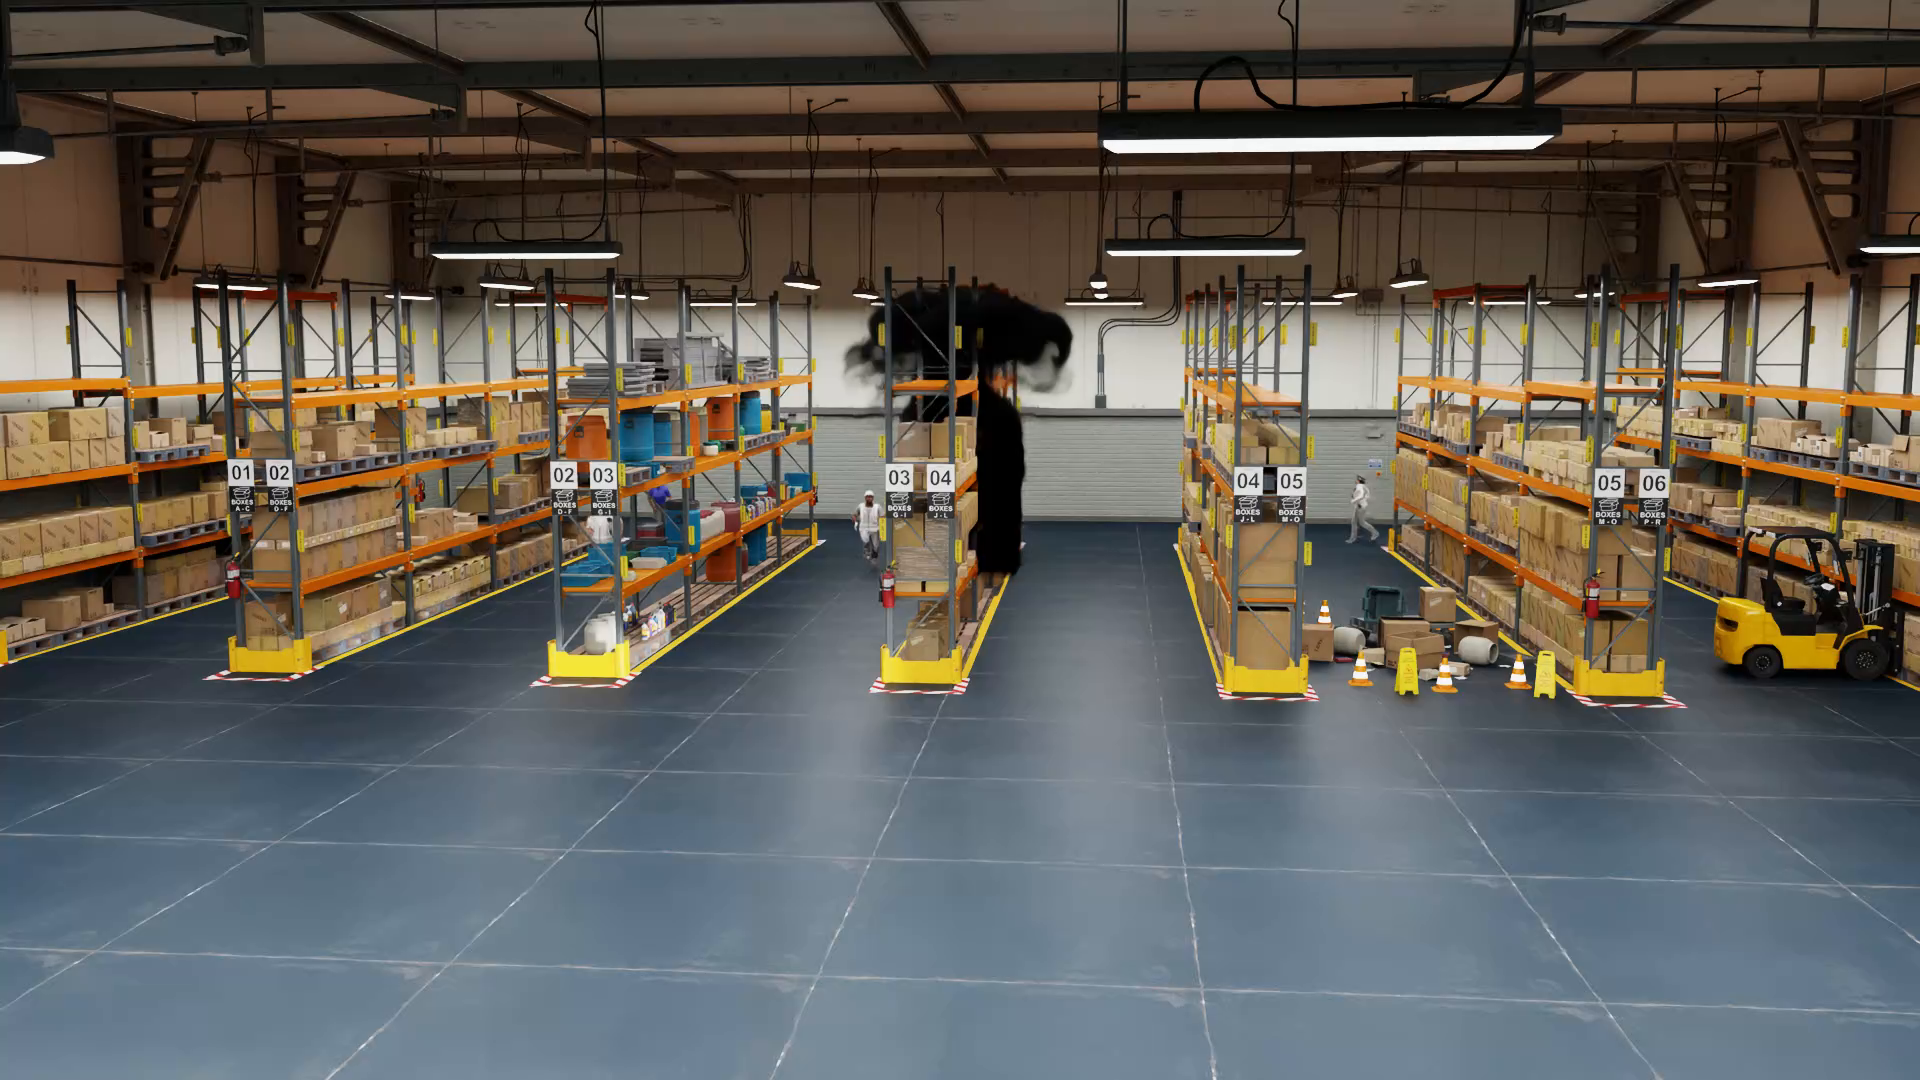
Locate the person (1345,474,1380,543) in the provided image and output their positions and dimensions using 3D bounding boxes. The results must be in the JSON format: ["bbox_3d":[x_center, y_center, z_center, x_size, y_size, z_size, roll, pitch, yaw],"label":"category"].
[{"bbox_3d":[9.781,-0.751,40.447,0.802,1.722,0.630,2,7,19],"label":"person"}]

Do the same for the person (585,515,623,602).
[{"bbox_3d":[-6.555,0.162,30.526,0.640,1.908,0.766,1,7,7],"label":"person"}]

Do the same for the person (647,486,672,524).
[{"bbox_3d":[-7.350,-0.727,40.745,0.592,1.609,0.645,-1,7,-5],"label":"person"}]

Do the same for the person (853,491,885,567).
[{"bbox_3d":[-1.947,-0.222,35.487,0.686,1.667,0.922,0,7,-3],"label":"person"}]
